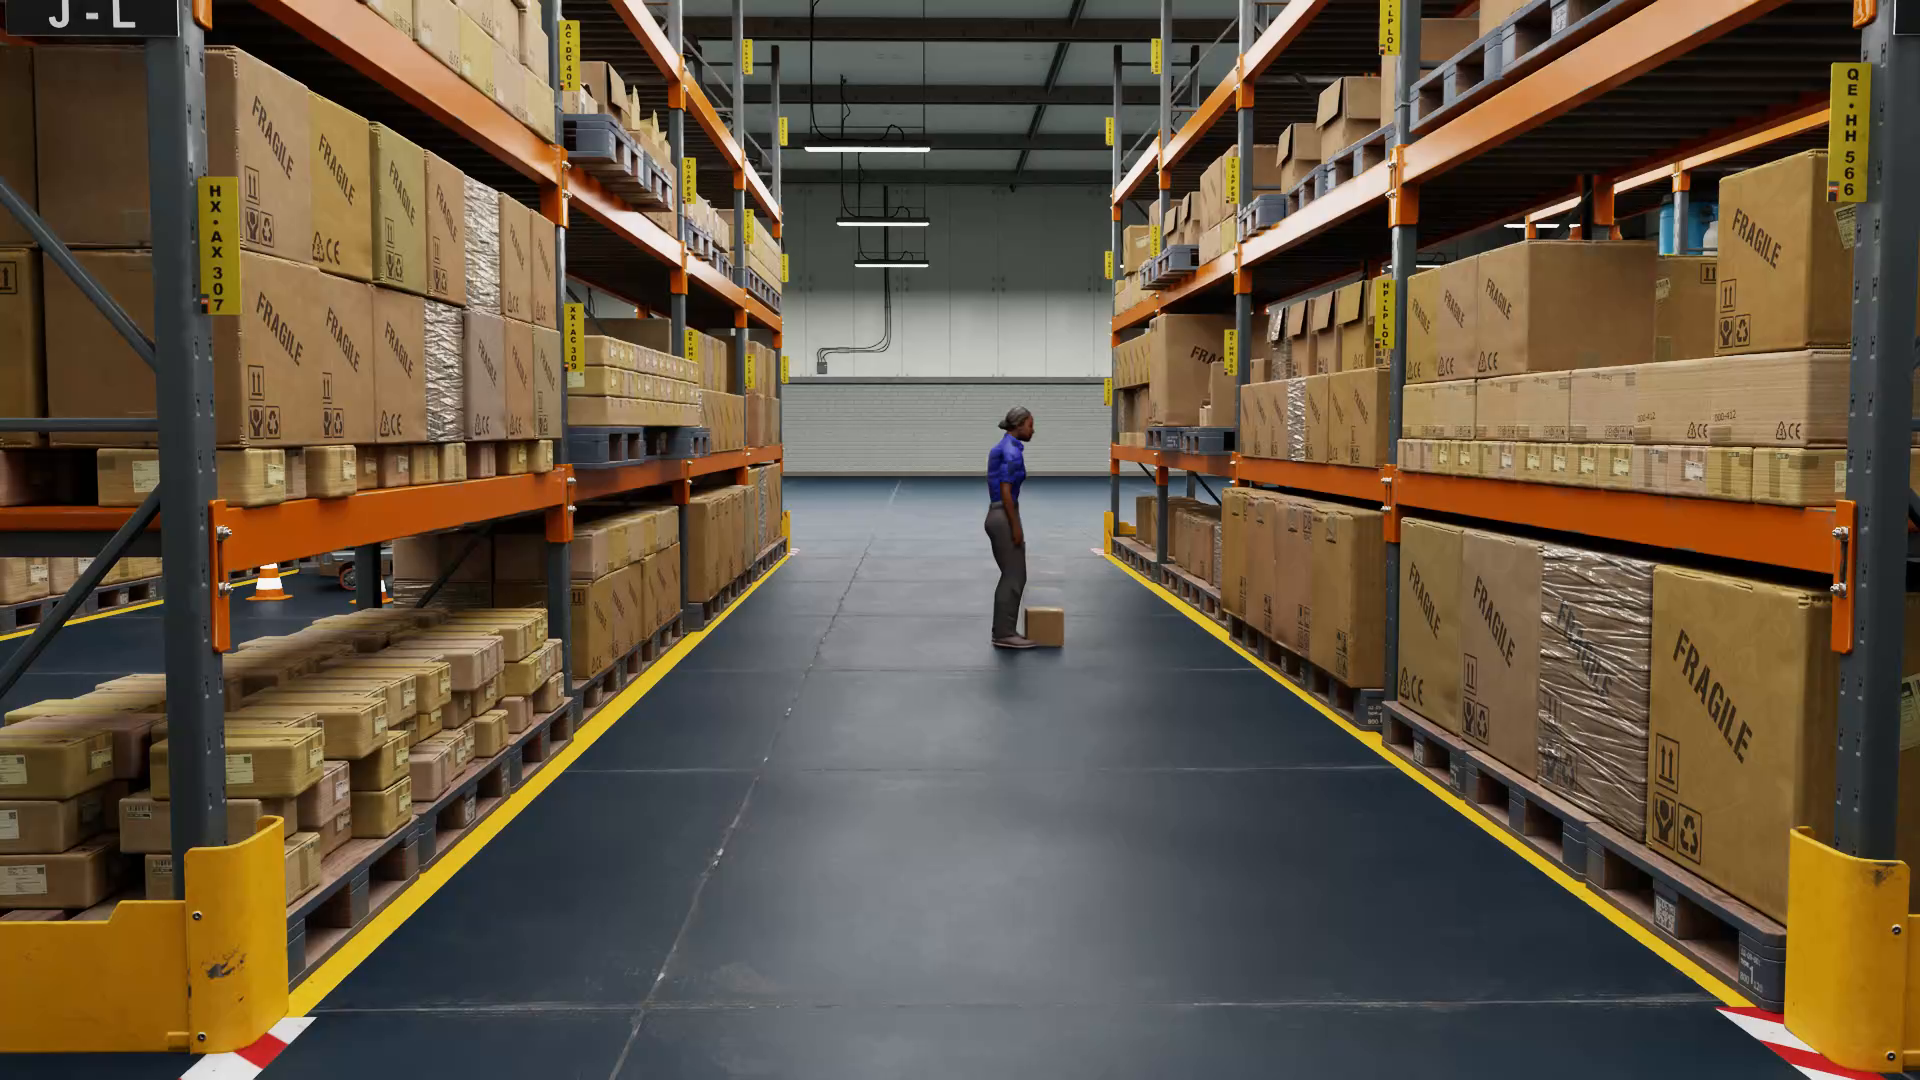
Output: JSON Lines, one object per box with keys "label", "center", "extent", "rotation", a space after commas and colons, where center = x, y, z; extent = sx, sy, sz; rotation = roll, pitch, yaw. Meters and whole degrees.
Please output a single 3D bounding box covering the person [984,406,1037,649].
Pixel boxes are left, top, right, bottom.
{"label": "person", "center": [0.345, -0.096, 11.465], "extent": [0.349, 1.653, 0.512], "rotation": [0, 4, -4]}
